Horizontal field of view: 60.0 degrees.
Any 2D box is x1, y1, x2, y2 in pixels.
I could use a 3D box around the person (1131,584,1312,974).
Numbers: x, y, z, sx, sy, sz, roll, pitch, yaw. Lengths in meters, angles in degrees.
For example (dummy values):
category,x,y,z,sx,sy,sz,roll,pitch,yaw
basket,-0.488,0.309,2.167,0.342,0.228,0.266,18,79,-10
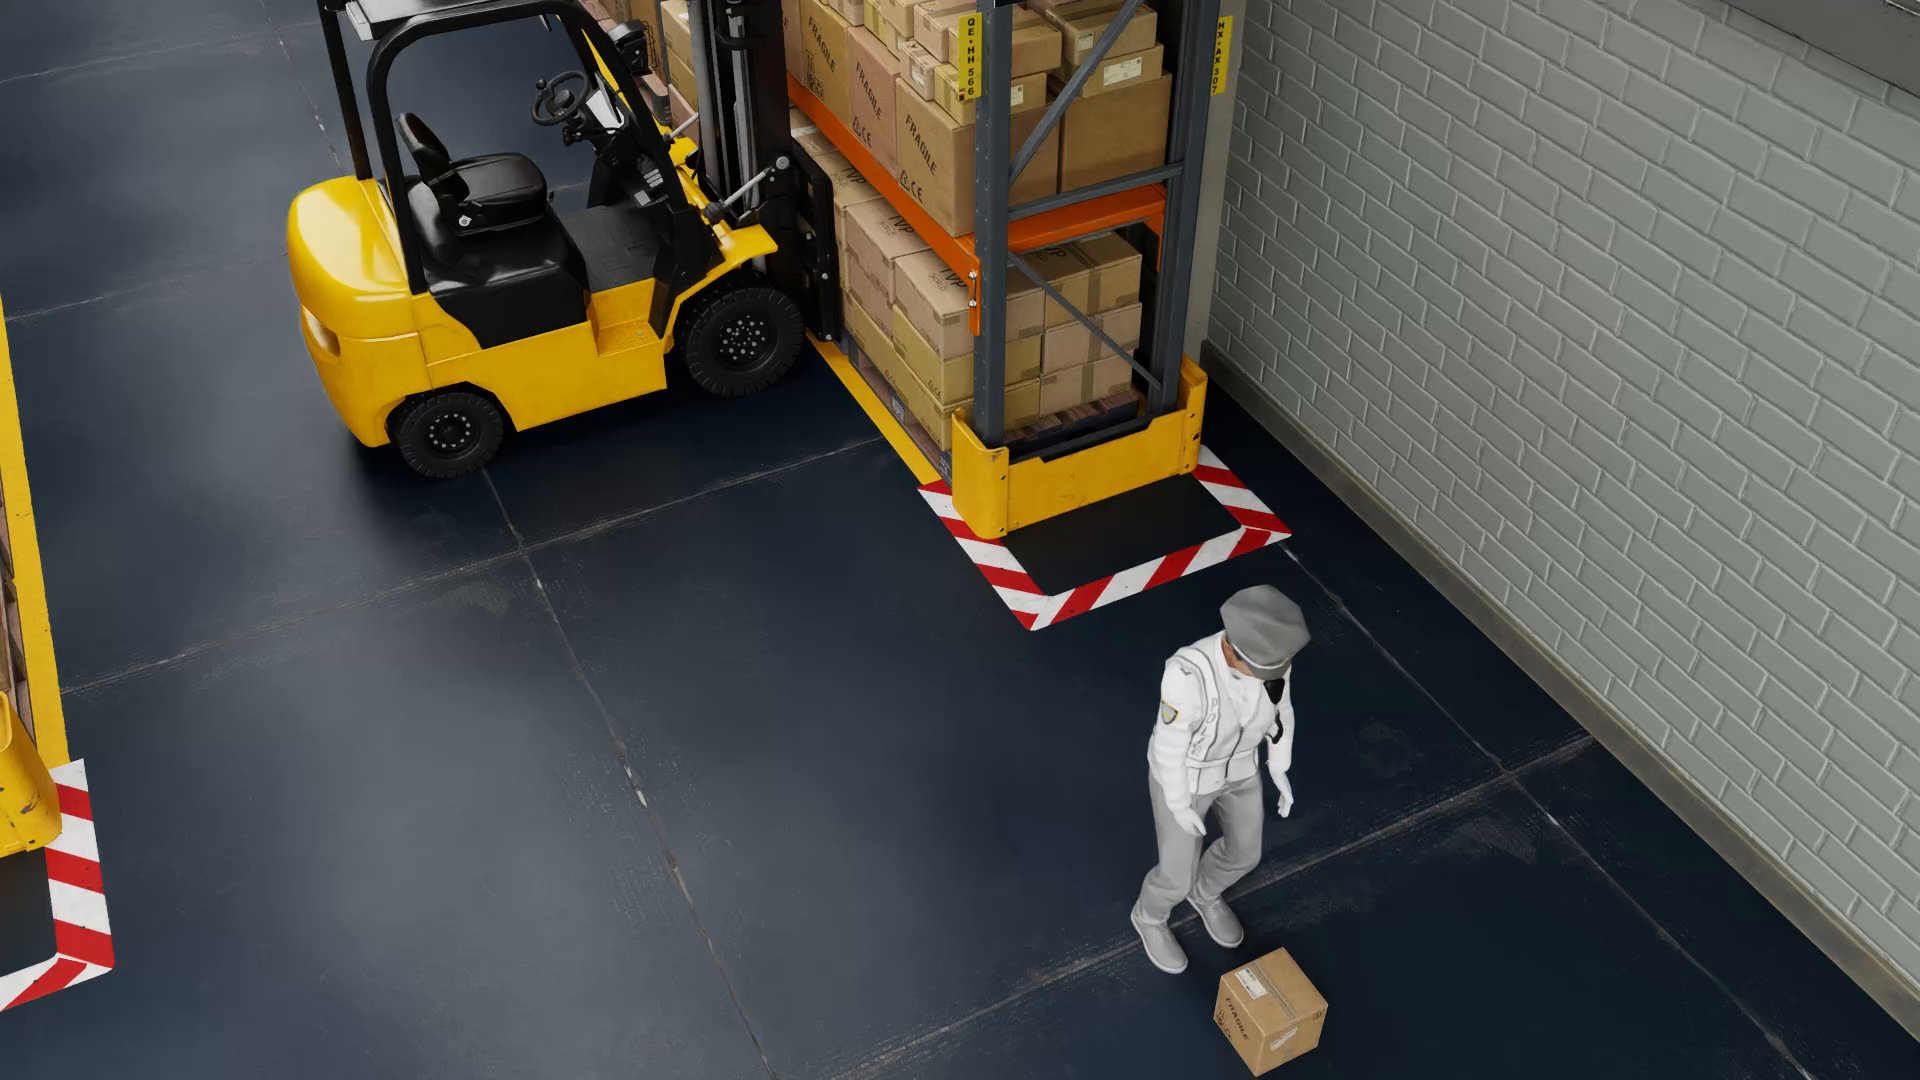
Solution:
category,x,y,z,sx,sy,sz,roll,pitch,yaw
person,0.831,0.765,5.326,0.496,1.635,0.428,-18,45,-19
